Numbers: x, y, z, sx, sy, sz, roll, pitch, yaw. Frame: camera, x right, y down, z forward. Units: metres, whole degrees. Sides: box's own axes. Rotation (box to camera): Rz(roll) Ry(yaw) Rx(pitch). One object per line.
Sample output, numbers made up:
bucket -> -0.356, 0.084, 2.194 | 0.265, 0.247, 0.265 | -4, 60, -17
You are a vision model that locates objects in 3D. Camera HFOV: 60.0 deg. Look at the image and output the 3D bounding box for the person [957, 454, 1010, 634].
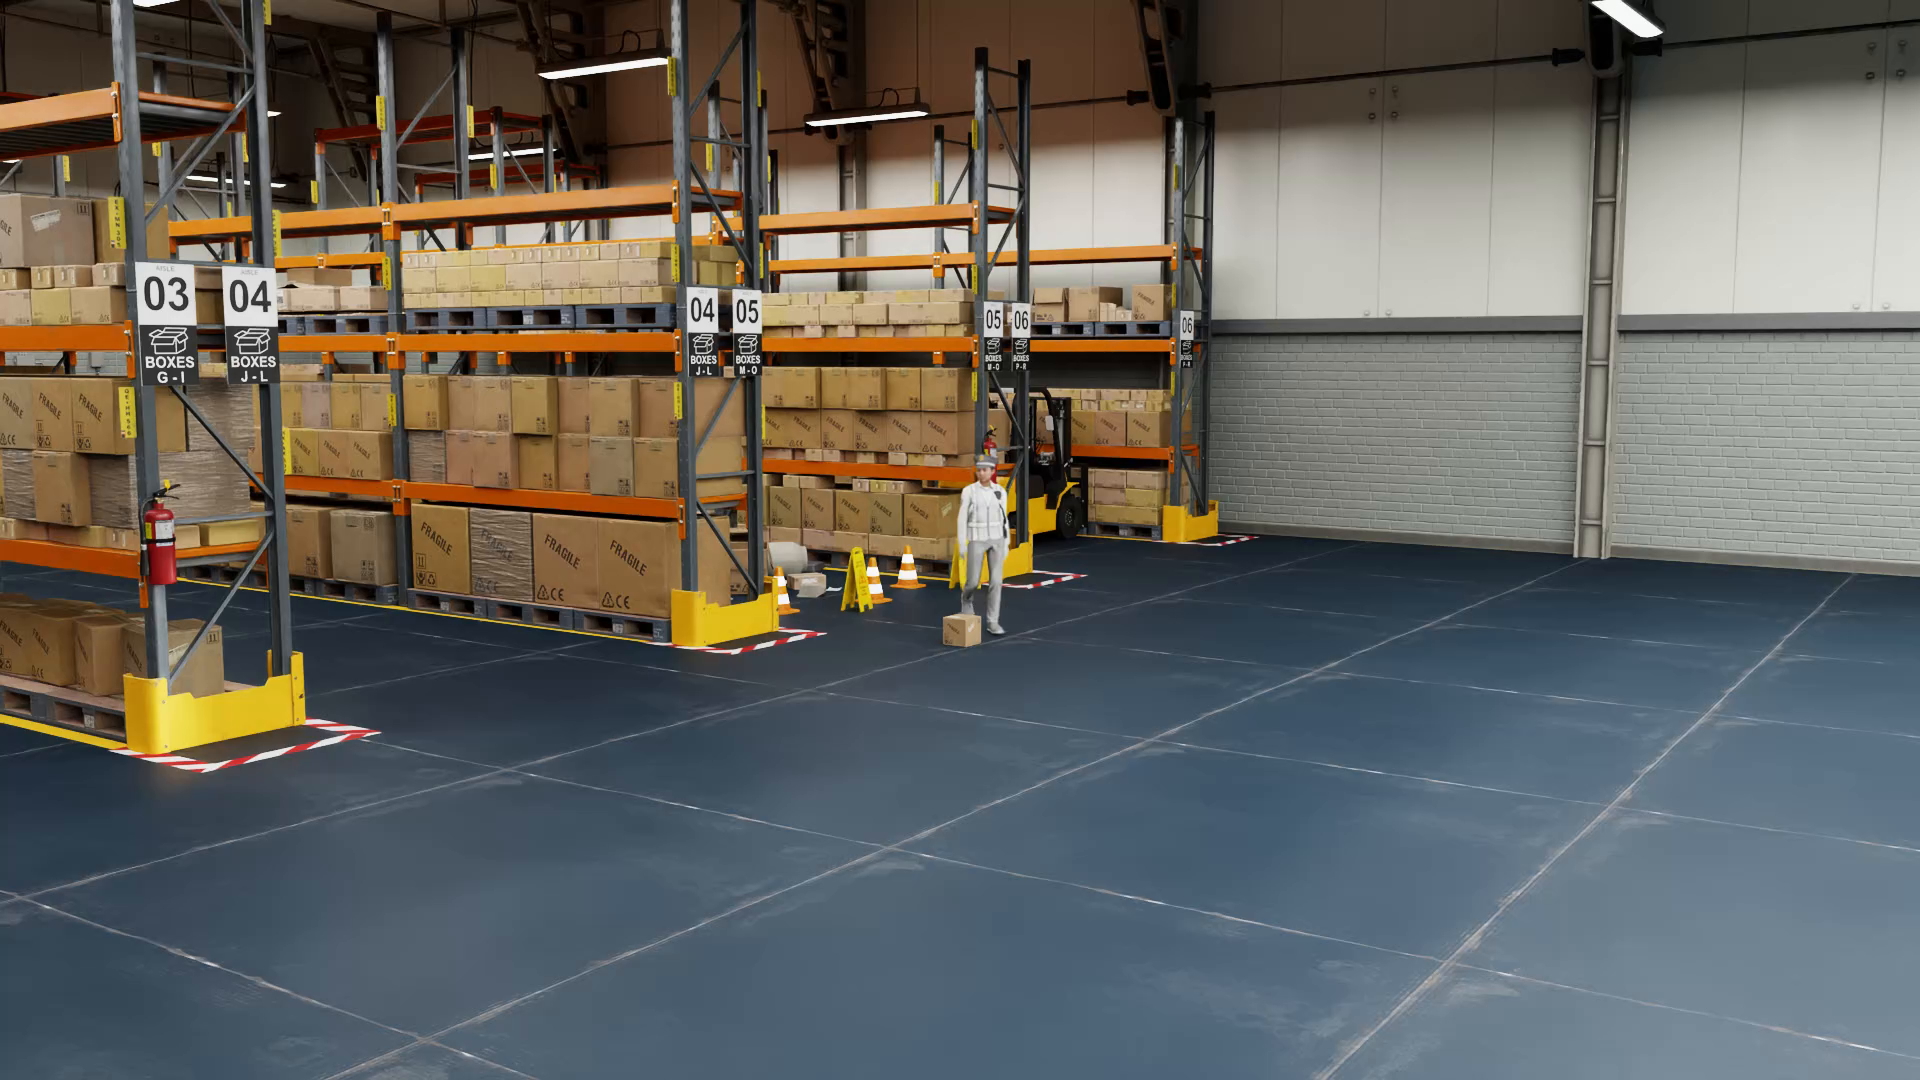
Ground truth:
person -> 0.217, 0.022, 15.631 | 0.499, 1.669, 0.650 | -2, 7, -13
